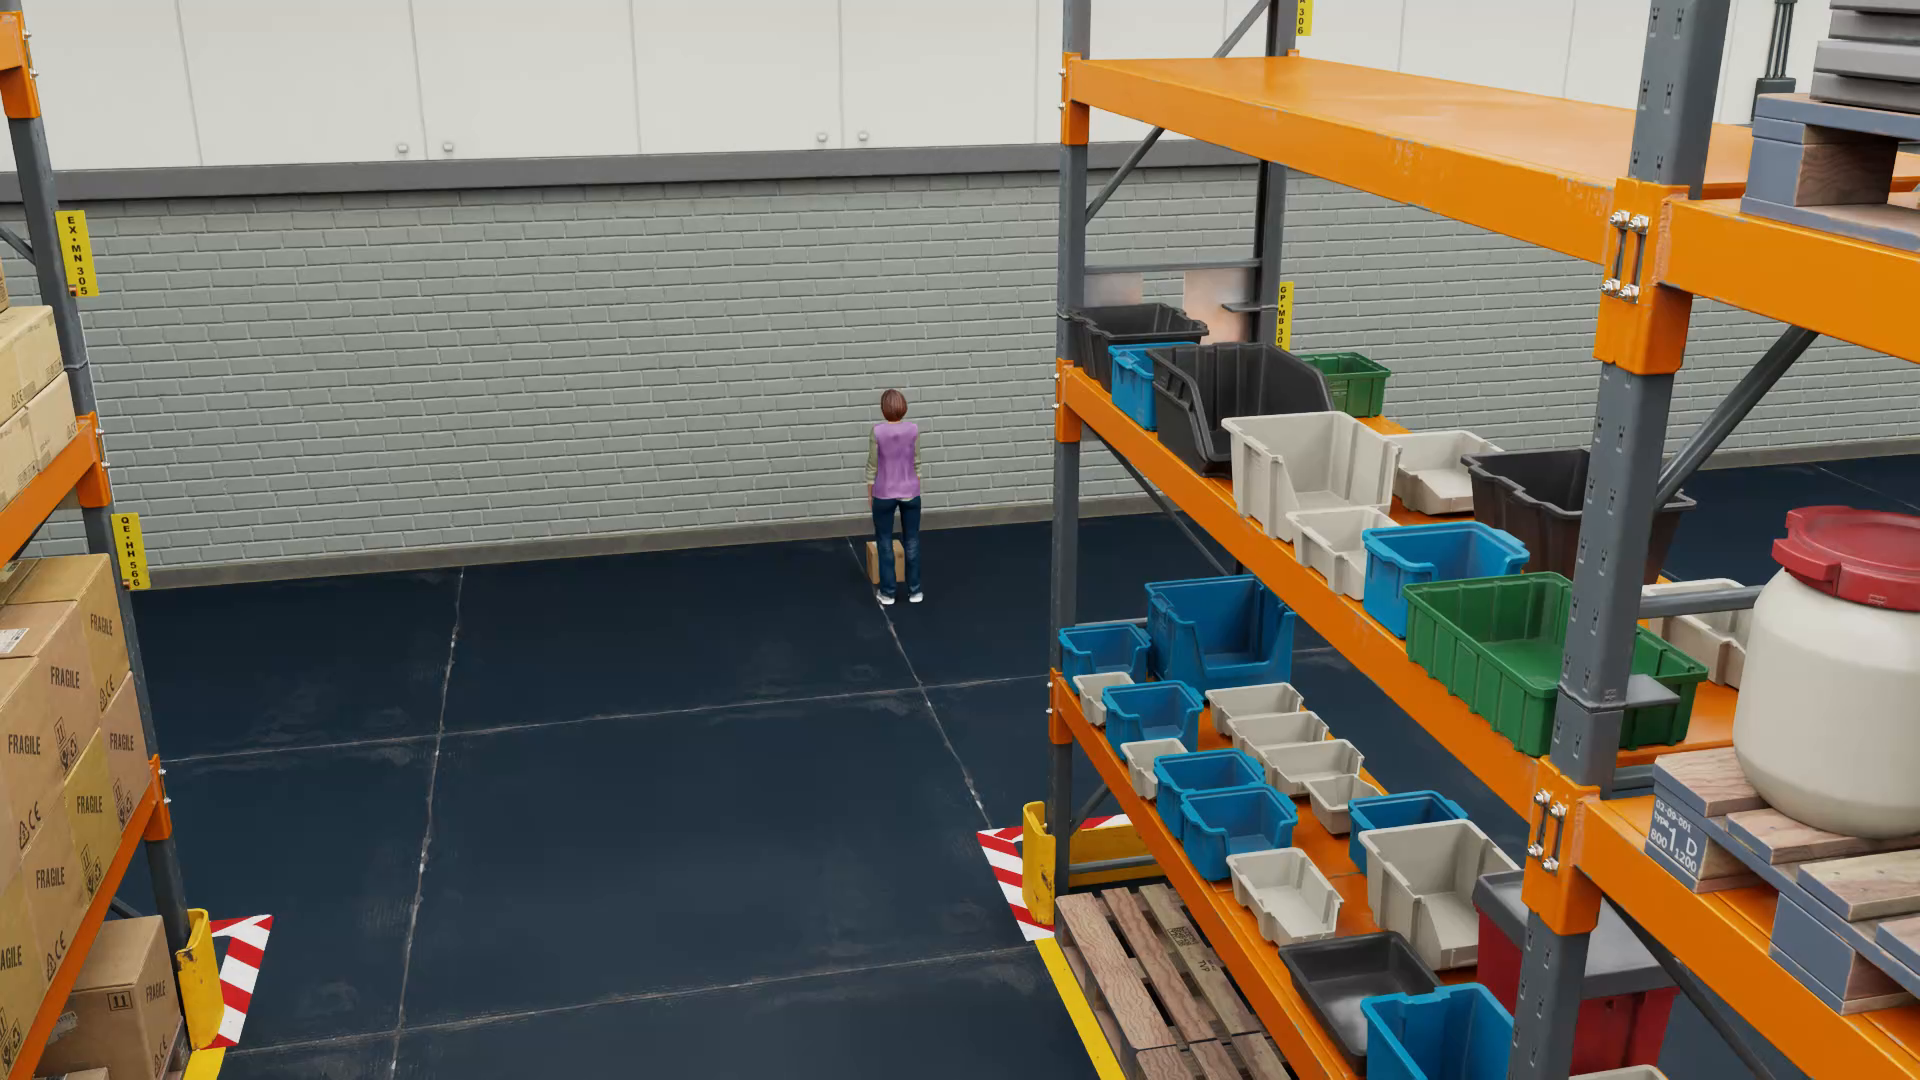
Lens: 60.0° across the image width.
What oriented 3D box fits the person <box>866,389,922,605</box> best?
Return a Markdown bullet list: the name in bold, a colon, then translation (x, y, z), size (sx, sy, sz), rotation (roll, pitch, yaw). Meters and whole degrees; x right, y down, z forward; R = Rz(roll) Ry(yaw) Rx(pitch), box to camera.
- **person**: translation (-0.474, -0.307, 11.946), size (0.408, 1.604, 0.303), rotation (-4, 20, -11)
